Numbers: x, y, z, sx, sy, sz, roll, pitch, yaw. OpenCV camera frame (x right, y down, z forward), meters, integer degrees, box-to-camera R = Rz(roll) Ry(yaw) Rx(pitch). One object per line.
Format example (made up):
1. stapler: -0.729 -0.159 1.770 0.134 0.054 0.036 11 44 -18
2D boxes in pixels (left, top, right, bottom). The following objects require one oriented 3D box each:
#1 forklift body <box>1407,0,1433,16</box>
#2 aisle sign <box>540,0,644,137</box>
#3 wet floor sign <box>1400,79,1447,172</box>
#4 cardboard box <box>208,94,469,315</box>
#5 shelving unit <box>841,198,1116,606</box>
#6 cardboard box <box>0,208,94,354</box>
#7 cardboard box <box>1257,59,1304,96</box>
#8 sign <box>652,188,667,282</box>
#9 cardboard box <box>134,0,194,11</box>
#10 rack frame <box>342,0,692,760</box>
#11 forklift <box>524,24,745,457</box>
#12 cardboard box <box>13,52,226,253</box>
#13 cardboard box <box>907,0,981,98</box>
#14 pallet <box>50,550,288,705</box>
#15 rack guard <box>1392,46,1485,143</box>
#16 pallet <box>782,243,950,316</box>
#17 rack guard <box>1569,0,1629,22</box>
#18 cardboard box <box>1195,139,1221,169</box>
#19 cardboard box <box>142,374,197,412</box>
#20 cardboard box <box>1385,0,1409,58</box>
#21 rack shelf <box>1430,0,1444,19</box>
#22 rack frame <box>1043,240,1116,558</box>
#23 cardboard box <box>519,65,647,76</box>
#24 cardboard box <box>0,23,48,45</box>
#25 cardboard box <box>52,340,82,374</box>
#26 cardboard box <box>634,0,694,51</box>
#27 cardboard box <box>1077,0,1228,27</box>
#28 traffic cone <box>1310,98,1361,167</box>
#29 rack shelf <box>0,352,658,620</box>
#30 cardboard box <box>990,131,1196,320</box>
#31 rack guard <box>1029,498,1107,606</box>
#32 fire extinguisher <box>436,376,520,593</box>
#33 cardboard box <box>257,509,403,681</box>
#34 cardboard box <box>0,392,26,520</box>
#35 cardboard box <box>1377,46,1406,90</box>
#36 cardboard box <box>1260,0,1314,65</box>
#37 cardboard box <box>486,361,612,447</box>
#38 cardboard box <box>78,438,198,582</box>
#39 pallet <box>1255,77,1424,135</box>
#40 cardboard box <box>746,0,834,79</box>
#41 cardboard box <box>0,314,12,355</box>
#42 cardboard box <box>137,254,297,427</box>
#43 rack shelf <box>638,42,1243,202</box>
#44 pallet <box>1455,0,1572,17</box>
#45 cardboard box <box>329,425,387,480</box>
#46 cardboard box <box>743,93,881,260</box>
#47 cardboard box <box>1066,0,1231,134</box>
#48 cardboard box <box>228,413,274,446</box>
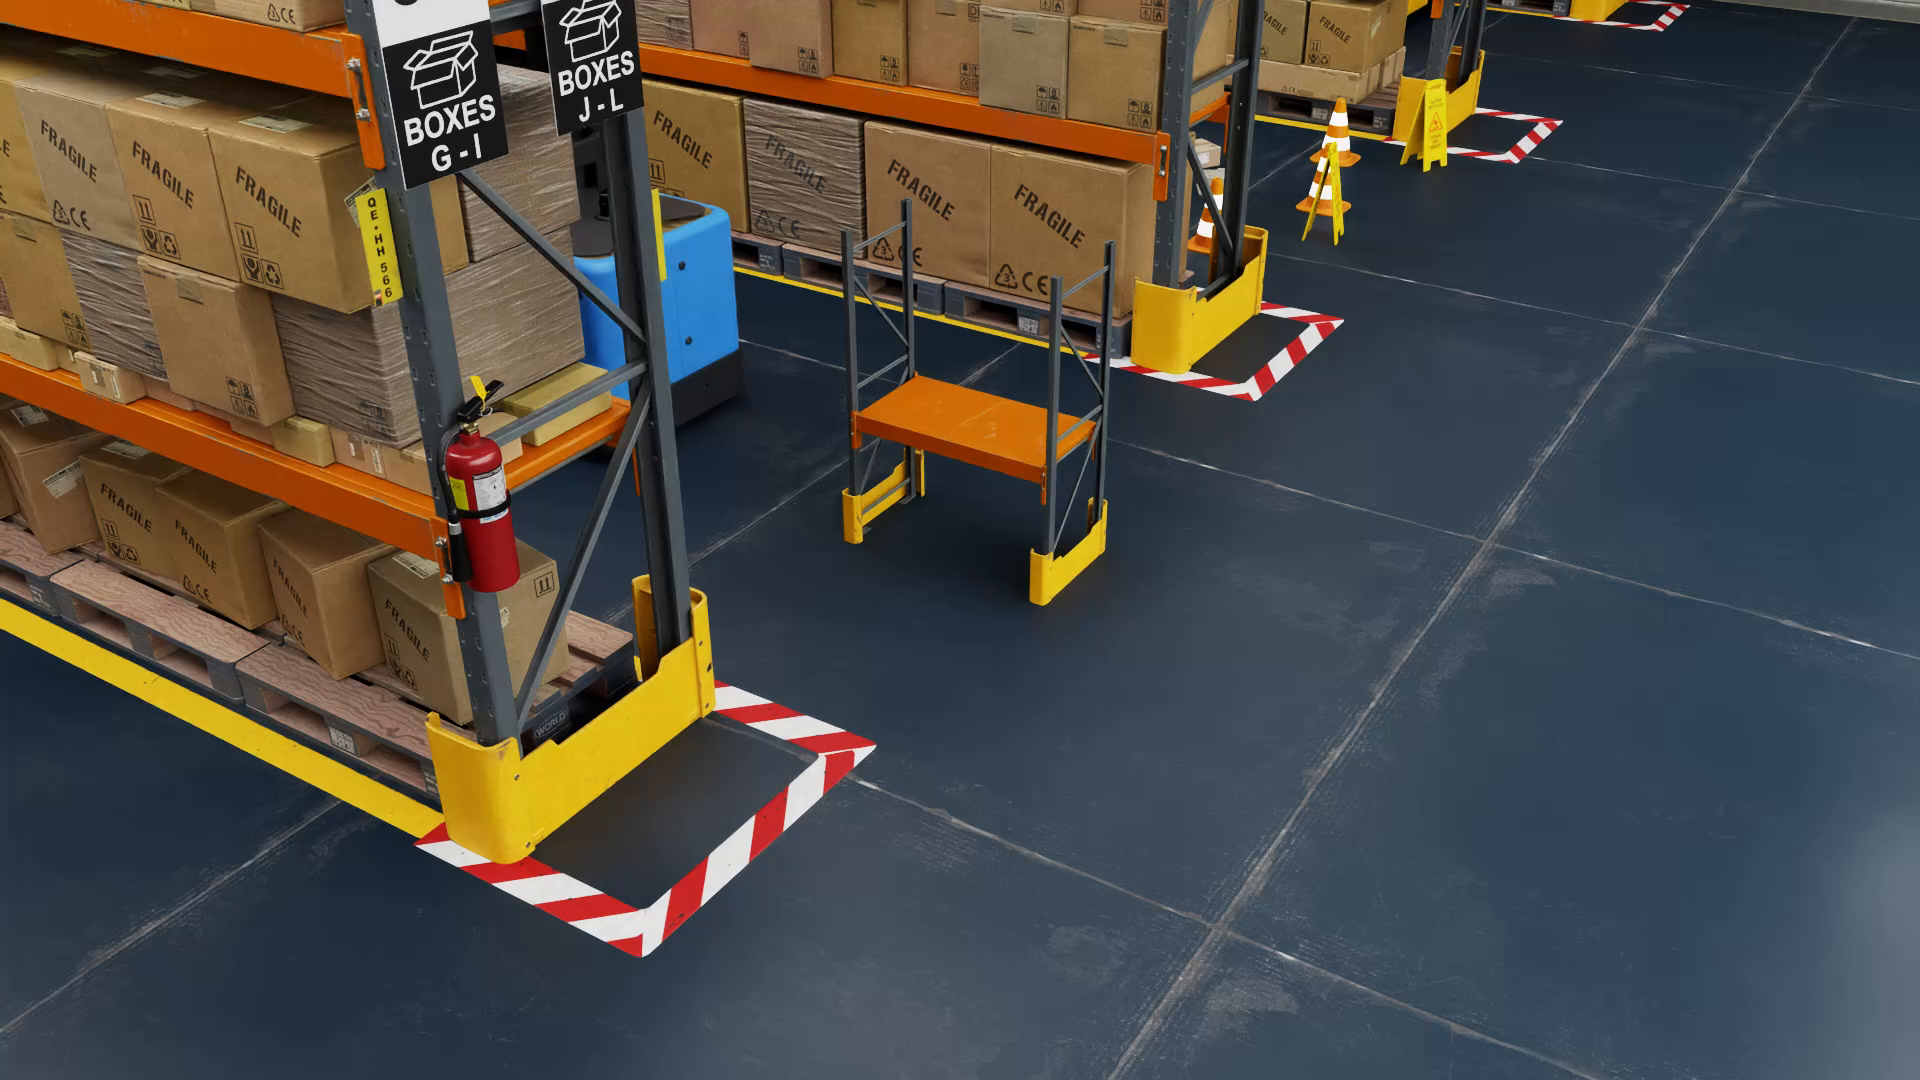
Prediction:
1. forklift body: 3.989 -6.137 16.134 1.214 2.155 2.313 18 35 27
2. aisle sign: -1.127 -1.659 5.037 0.004 0.787 0.394 18 35 27
3. wet floor sign: 3.521 -3.130 12.475 0.267 0.644 0.232 -21 36 -32
4. cardboard box: -1.936 -1.070 5.221 0.500 0.500 0.500 18 35 27
5. shelving unit: 0.065 -0.627 7.337 1.083 1.500 0.587 18 35 27
6. cardboard box: -3.096 -1.130 6.315 0.500 0.500 0.875 18 35 27
7. cardboard box: 2.667 -3.892 13.757 0.500 0.250 0.500 18 35 28
8. sign: -1.051 -1.030 5.680 0.005 0.325 0.100 18 35 27
9. cardboard box: -2.307 -1.809 5.046 0.500 0.250 0.500 18 35 28
10. rack frame: -1.339 -0.425 5.501 0.127 3.000 1.000 18 35 27
11. forklift: -2.681 -2.243 8.686 3.031 2.935 1.130 18 35 28
12. cardboard box: -2.785 -1.337 5.678 0.500 0.500 0.500 18 35 27
13. cardboard box: 0.160 -3.001 9.769 0.550 0.550 0.875 18 35 27
14. pallet: -3.102 0.199 7.199 1.213 0.211 1.003 18 35 27
15. rack guard: 3.865 -3.595 13.416 0.348 0.500 1.175 18 35 27
16. pallet: -0.365 -1.818 10.657 1.213 0.211 1.003 18 35 27
17. rack guard: 6.585 -5.688 17.003 0.348 0.500 1.175 18 35 27
18. cardboard box: 1.746 -2.912 12.594 0.380 0.149 0.250 -15 33 -24
19. cardboard box: -2.758 -0.632 6.107 0.250 0.149 0.380 18 35 27
20. cardboard box: 3.373 -4.312 13.733 0.500 0.500 0.500 16 34 26
21. rack shelf: 2.235 -4.879 13.851 4.000 0.370 1.077 18 35 27
22. rack frame: 0.503 -0.489 7.099 0.032 1.500 0.500 18 35 27
23. cardboard box: -2.578 -2.924 11.601 0.750 0.750 1.050 17 34 27
24. cardboard box: -3.634 -1.603 6.135 0.500 0.500 0.500 18 35 27
25. cardboard box: -3.191 -0.758 6.322 0.250 0.149 0.380 18 35 27
26. cardboard box: -1.686 -3.557 10.722 0.550 0.550 0.875 18 35 27
27. cardboard box: 1.090 -3.162 8.973 0.550 0.550 0.875 18 35 27
28. traffic cone: 2.879 -3.123 12.644 0.334 0.463 0.336 18 35 27
29. rack shelf: -3.033 -0.650 6.601 4.000 0.370 1.077 18 35 27
30. cardboard box: 0.774 -1.932 9.776 0.875 0.875 0.875 18 35 28
31. rack guard: 0.486 0.046 7.423 0.087 0.250 0.587 18 35 27
32. fire extinguisher: -1.487 -0.164 5.131 0.183 0.674 0.296 18 35 27
33. cardboard box: -2.384 0.154 6.574 0.500 0.500 0.500 -25 38 -36
34. cardboard box: -4.410 -0.474 7.649 0.500 0.500 0.500 16 34 26
35. cardboard box: 3.393 -3.982 13.911 0.500 0.250 0.500 17 34 27
36. cardboard box: 2.668 -4.214 13.564 0.500 0.500 0.500 19 35 29
37. cardboard box: -1.454 -0.494 5.870 0.250 0.149 0.380 18 35 27
38. cardboard box: -3.353 -0.191 7.164 0.500 0.500 0.500 14 33 23
39. pallet: 3.196 -3.703 13.888 1.213 0.211 1.003 18 35 27
40. cardboard box: -0.813 -3.225 10.152 0.550 0.550 0.875 18 35 27
41. cardboard box: -3.633 -0.878 6.527 0.250 0.149 0.380 18 35 27
42. cardboard box: -2.278 -0.838 5.816 0.500 0.500 0.875 18 35 27
43. rack shelf: -0.311 -2.740 10.183 4.000 0.370 1.077 18 35 27
44. pallet: 5.895 -5.756 17.408 1.213 0.211 1.003 18 35 27
45. cardboard box: -1.902 -0.372 5.660 0.250 0.149 0.380 18 35 27
46. cardboard box: -0.744 -2.412 10.599 0.875 0.875 0.875 18 35 28
47. cardboard box: 1.045 -2.660 9.183 0.550 0.550 0.875 18 35 27
48. cardboard box: -2.344 -0.490 5.863 0.250 0.149 0.380 18 35 27
